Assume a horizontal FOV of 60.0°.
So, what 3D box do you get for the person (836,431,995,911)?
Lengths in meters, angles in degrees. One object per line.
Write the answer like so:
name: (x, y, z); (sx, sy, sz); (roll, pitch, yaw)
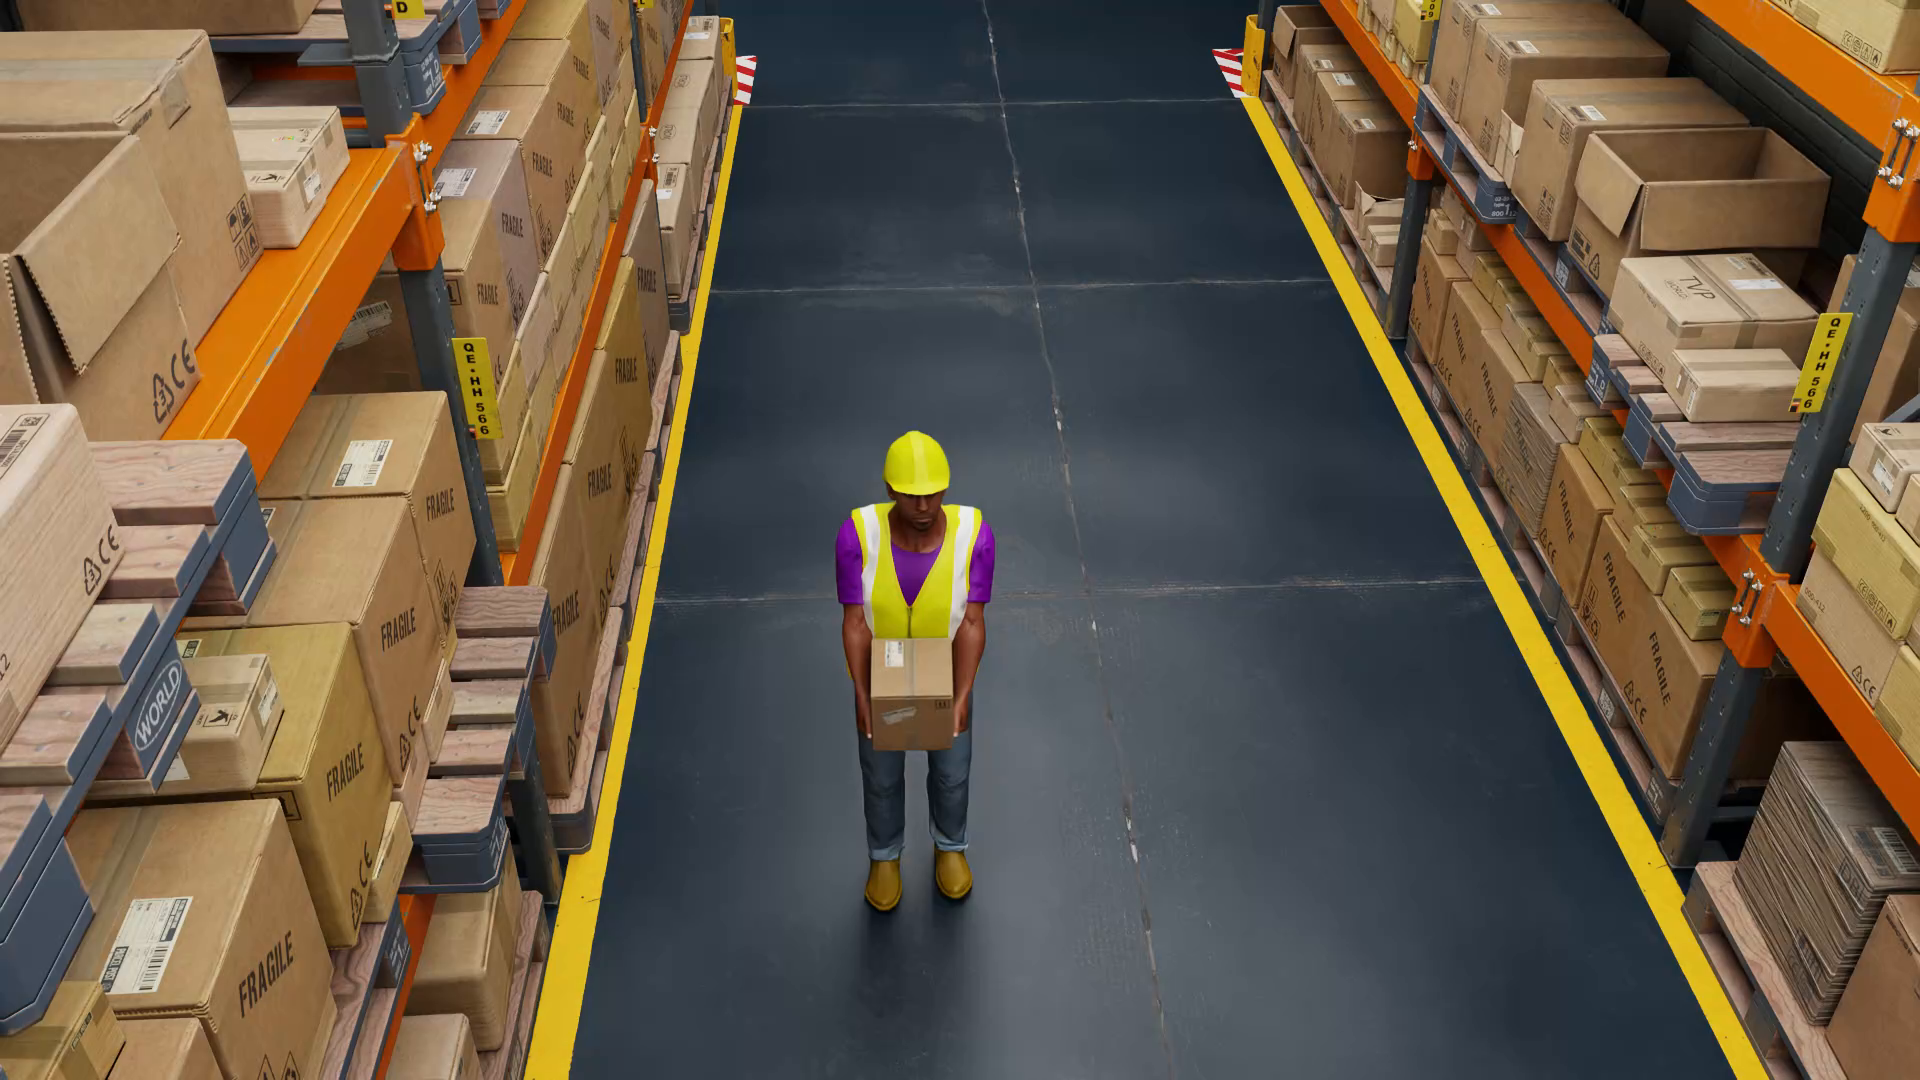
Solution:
person: (-0.138, 0.500, 5.416); (0.504, 1.760, 0.583); (-1, 35, -1)
